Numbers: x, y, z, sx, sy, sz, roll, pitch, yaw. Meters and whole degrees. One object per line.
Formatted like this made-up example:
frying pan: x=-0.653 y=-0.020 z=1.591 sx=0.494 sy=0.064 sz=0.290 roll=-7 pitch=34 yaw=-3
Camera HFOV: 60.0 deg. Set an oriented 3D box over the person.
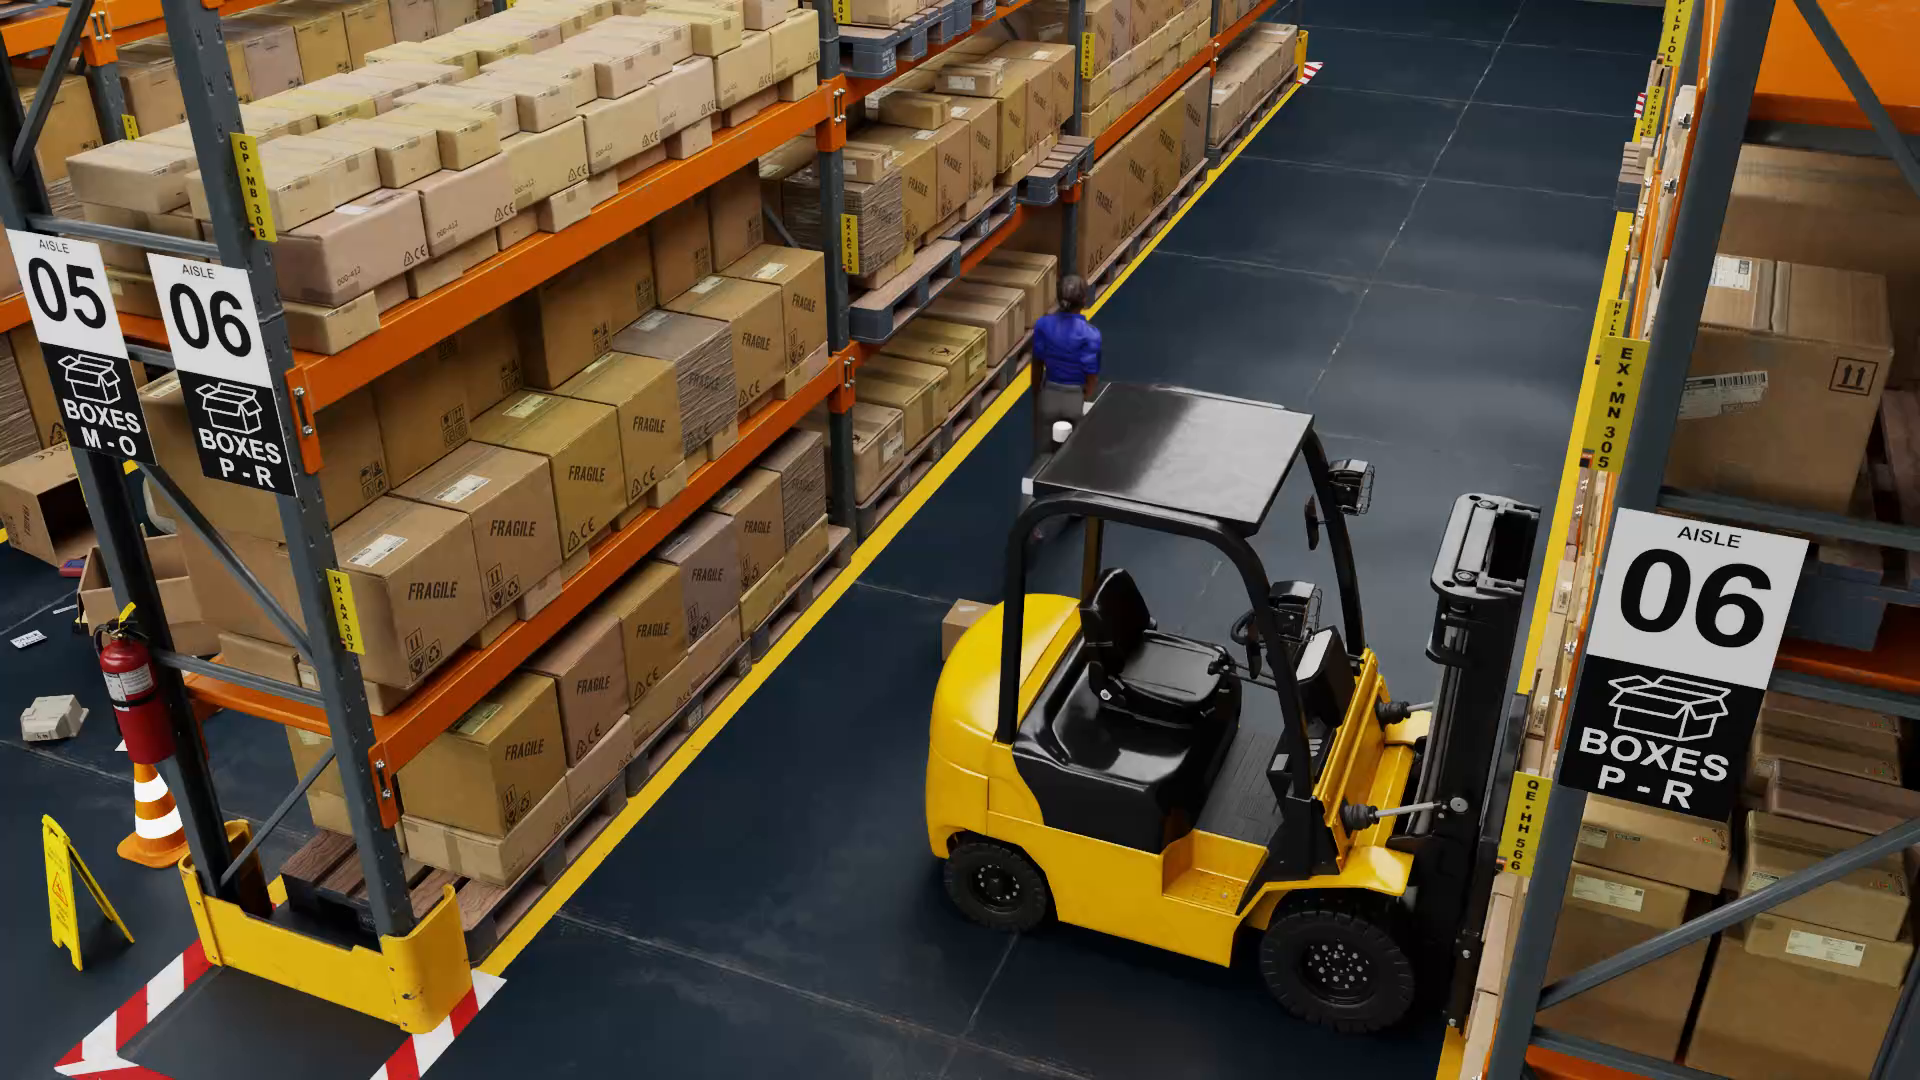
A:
person: x=0.598 y=-0.769 z=9.732 sx=0.449 sy=1.613 sz=0.932 roll=11 pitch=32 yaw=19
